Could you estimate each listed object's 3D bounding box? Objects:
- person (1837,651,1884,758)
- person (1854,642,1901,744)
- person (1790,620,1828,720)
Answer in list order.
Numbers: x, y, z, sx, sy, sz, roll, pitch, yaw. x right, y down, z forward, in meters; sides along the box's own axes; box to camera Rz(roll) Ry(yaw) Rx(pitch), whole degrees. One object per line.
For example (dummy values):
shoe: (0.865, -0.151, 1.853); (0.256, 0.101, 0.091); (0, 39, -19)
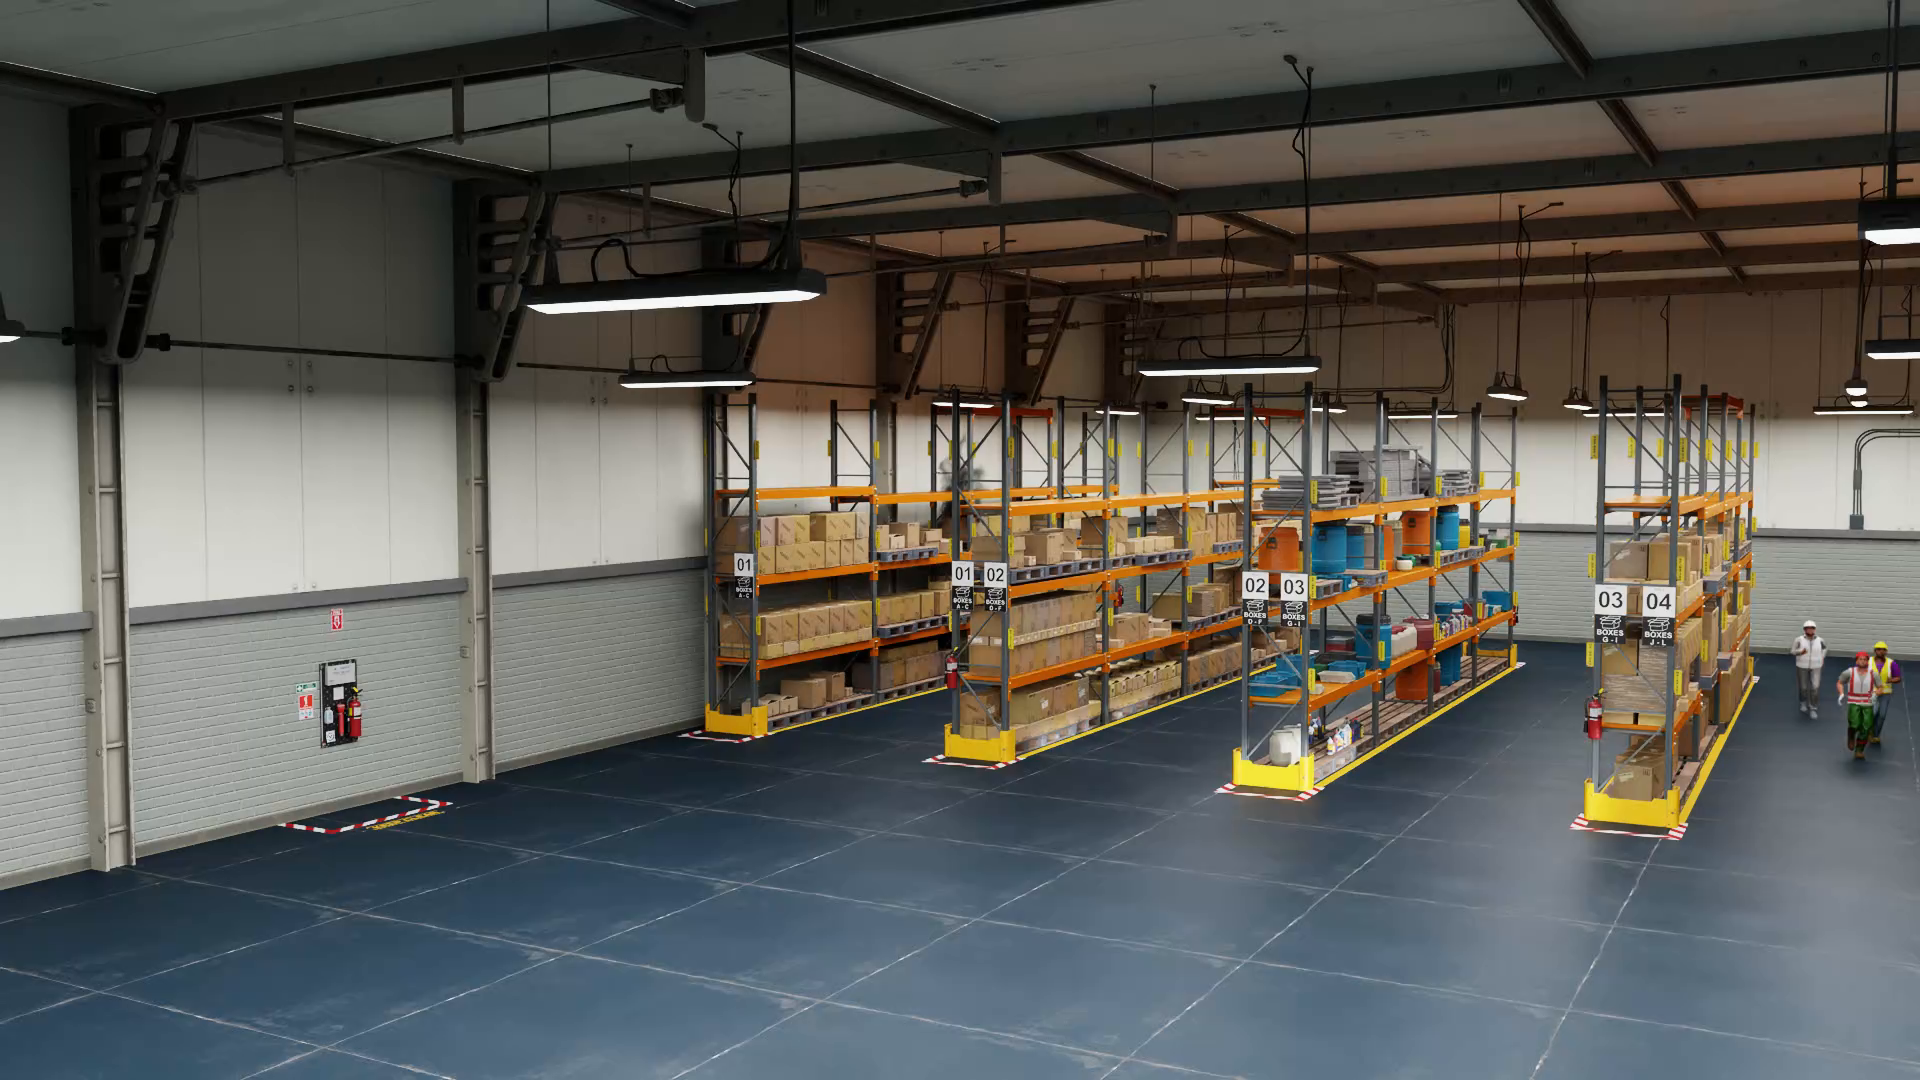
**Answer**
person: (14.607, 2.679, 26.950); (0.664, 1.745, 0.557); (1, 3, 21)
person: (15.566, 2.594, 28.199); (0.689, 1.741, 0.639); (1, 3, 17)
person: (15.934, 2.412, 31.208); (0.650, 1.805, 0.826); (1, 3, 23)
